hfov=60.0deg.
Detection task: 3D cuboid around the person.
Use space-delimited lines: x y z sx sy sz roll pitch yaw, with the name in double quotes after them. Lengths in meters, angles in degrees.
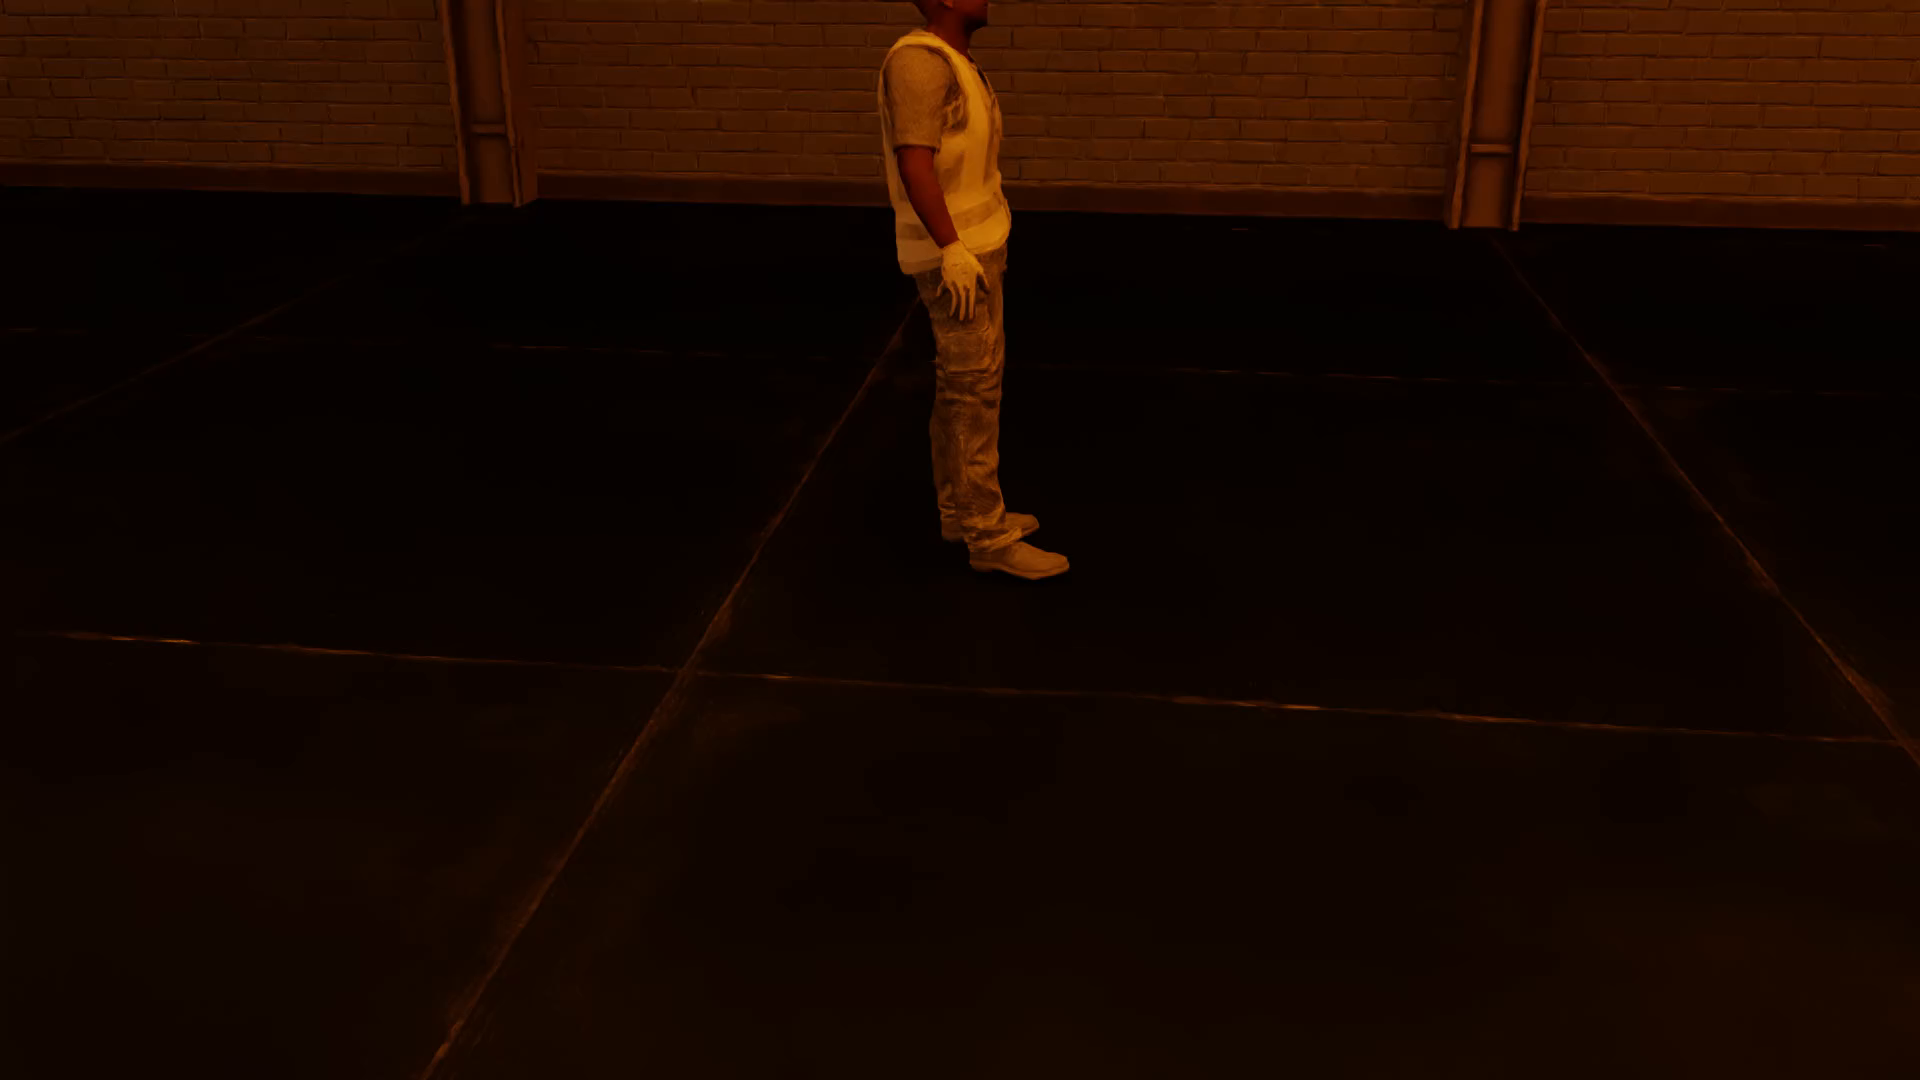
0.070 -0.827 4.826 0.576 1.782 0.655 3 22 7 "person"
